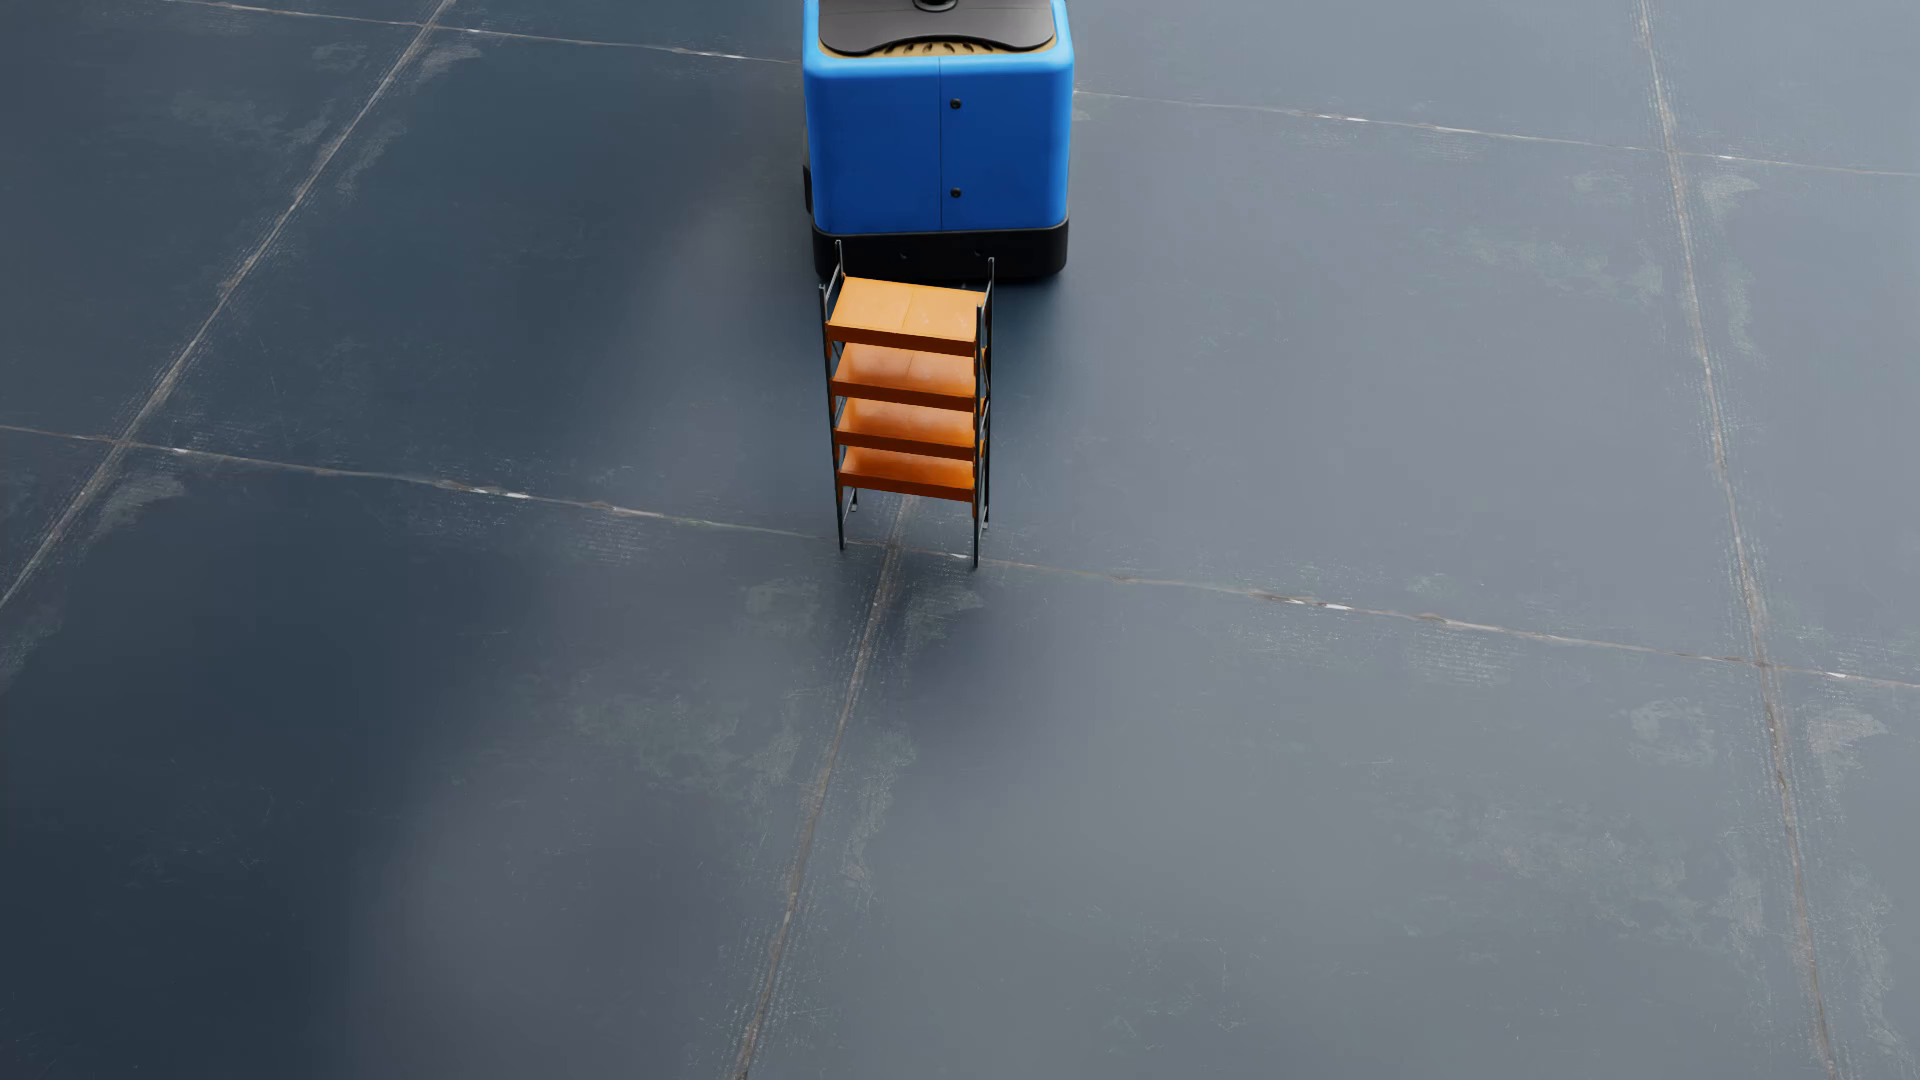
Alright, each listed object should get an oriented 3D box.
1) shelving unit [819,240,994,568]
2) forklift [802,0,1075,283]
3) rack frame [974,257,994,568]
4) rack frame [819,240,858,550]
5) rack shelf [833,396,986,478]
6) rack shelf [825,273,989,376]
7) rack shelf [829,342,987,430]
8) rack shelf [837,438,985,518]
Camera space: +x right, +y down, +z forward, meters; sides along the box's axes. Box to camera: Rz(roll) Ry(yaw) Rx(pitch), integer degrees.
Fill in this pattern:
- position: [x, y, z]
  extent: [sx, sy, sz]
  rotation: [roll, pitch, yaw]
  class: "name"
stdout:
- position: [-0.163, -0.423, 5.572]
  extent: [0.503, 1.200, 0.258]
  rotation: [8, 49, 7]
  class: "shelving unit"
- position: [-0.153, -3.132, 6.842]
  extent: [1.130, 2.935, 3.031]
  rotation: [-2, 48, -2]
  class: "forklift"
- position: [0.077, -0.391, 5.543]
  extent: [0.015, 1.200, 0.240]
  rotation: [8, 49, 7]
  class: "rack frame"
- position: [-0.403, -0.455, 5.601]
  extent: [0.015, 1.200, 0.240]
  rotation: [8, 49, 7]
  class: "rack frame"
- position: [-0.163, -0.378, 5.622]
  extent: [0.480, 0.148, 0.258]
  rotation: [8, 49, 7]
  class: "rack shelf"
- position: [-0.163, -0.686, 5.280]
  extent: [0.480, 0.148, 0.258]
  rotation: [8, 49, 7]
  class: "rack shelf"
- position: [-0.163, -0.527, 5.456]
  extent: [0.480, 0.148, 0.258]
  rotation: [8, 49, 7]
  class: "rack shelf"
- position: [-0.163, -0.245, 5.770]
  extent: [0.480, 0.148, 0.258]
  rotation: [8, 49, 7]
  class: "rack shelf"
